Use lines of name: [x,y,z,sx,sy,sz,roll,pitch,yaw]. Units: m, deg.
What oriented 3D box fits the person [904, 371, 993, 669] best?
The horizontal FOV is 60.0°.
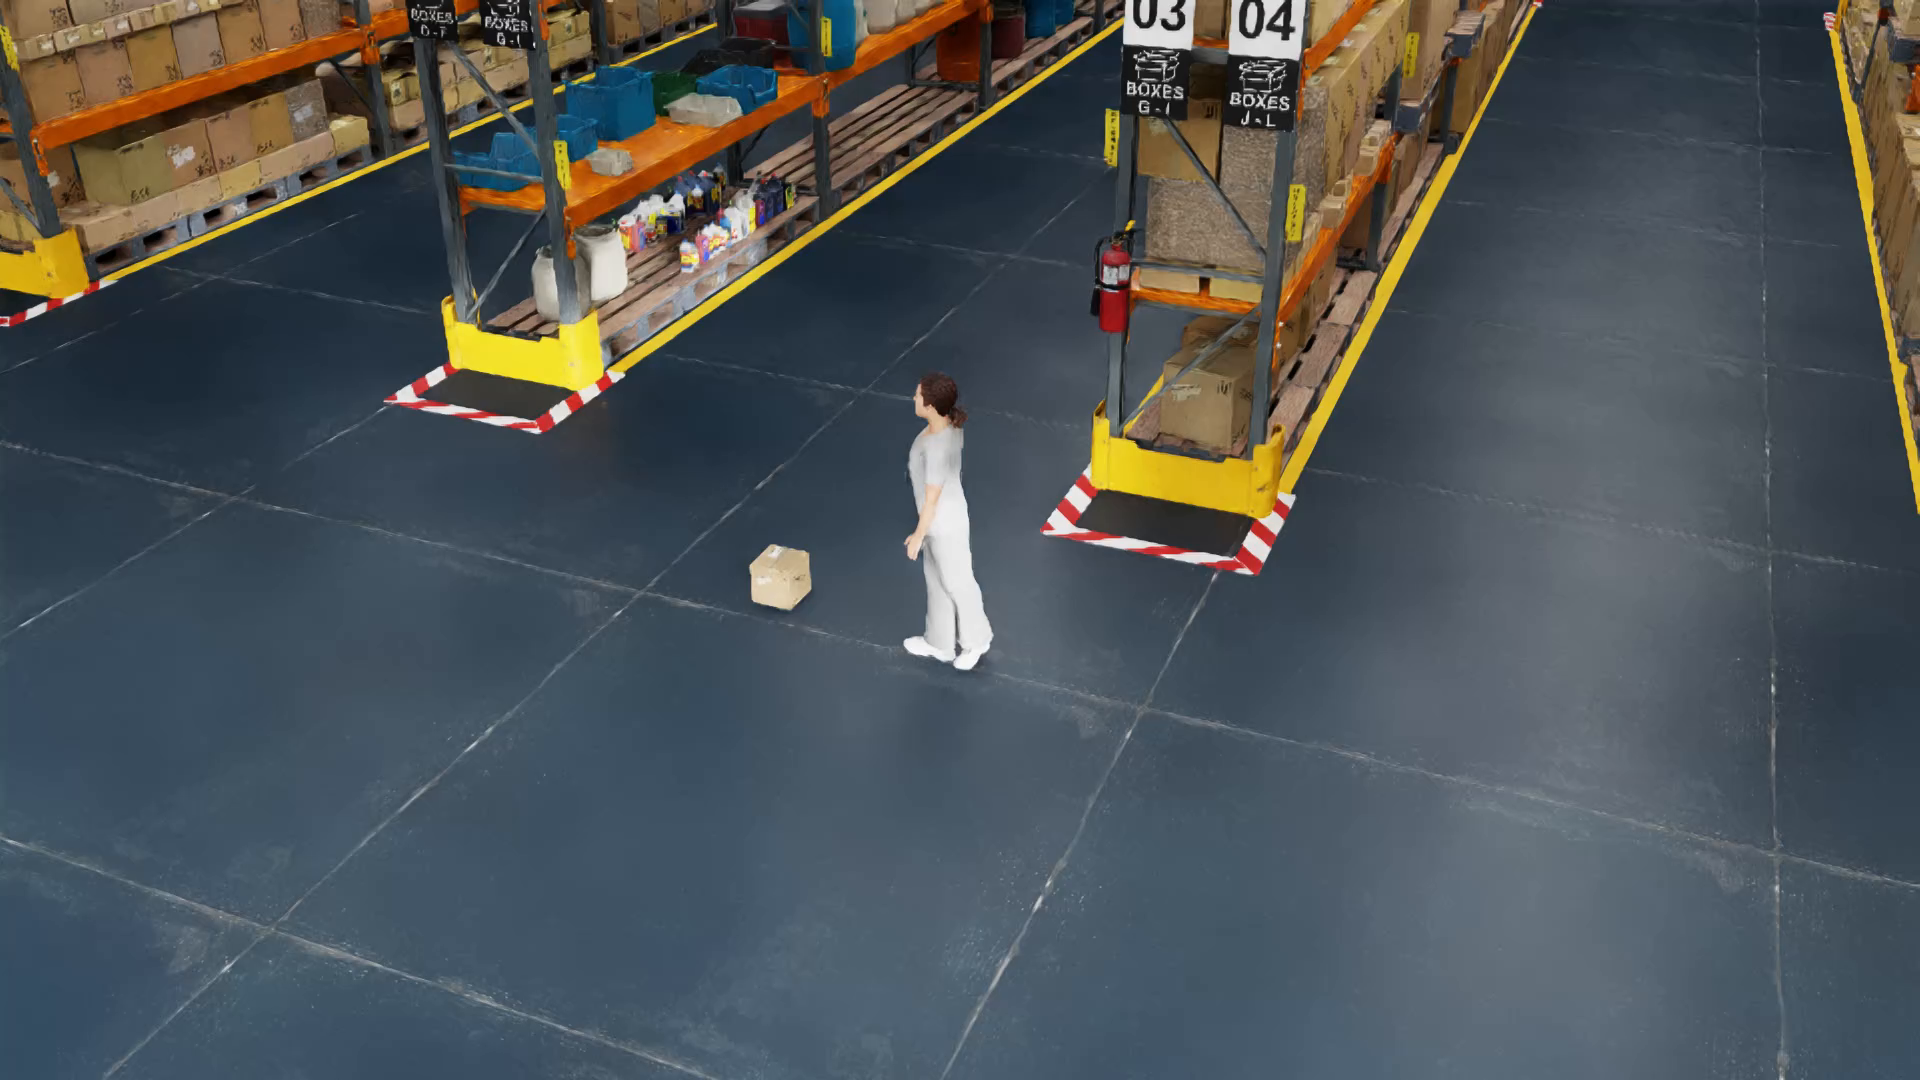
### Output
person: [-0.060,-0.083,8.535,0.478,1.676,0.450,-1,30,-2]
